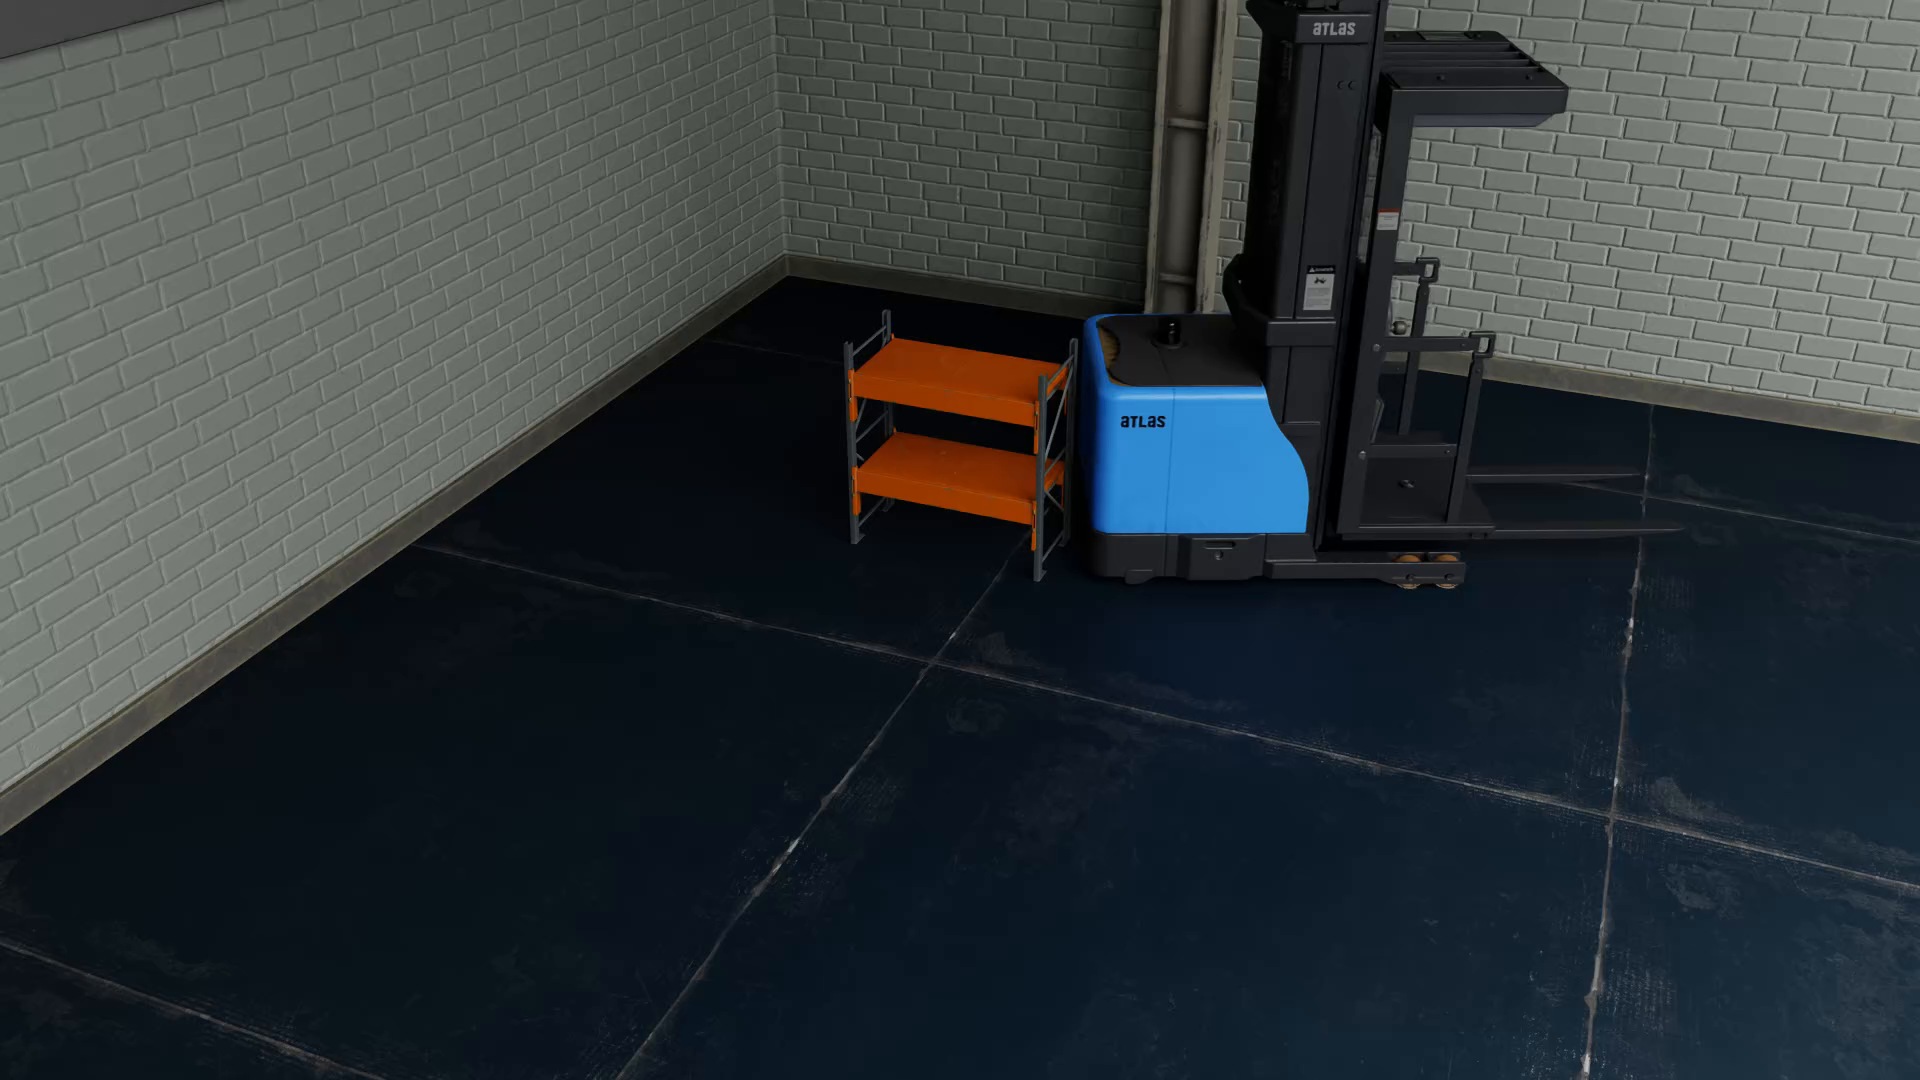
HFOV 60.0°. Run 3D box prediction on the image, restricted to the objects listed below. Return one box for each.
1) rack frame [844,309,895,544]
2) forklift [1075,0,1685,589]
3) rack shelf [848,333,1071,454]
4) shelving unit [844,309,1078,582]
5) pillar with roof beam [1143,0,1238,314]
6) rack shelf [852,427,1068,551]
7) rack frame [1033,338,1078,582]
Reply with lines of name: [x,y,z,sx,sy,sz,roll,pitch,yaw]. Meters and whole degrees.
rack frame: [-0.465,-0.583,8.637,0.032,1.125,0.500,11,31,19]
forklift: [2.147,-1.295,8.062,3.031,2.935,1.130,0,29,-1]
rack shelf: [0.006,-0.743,8.327,1.000,0.278,0.538,11,31,19]
shelving unit: [0.006,-0.488,8.471,1.048,1.125,0.538,11,31,19]
pillar with roof beam: [-0.174,-3.290,5.426,0.400,9.000,9.100,11,31,19]
rack shelf: [0.006,-0.276,8.591,1.000,0.278,0.538,11,31,19]
rack frame: [0.477,-0.394,8.305,0.032,1.125,0.500,11,31,19]
